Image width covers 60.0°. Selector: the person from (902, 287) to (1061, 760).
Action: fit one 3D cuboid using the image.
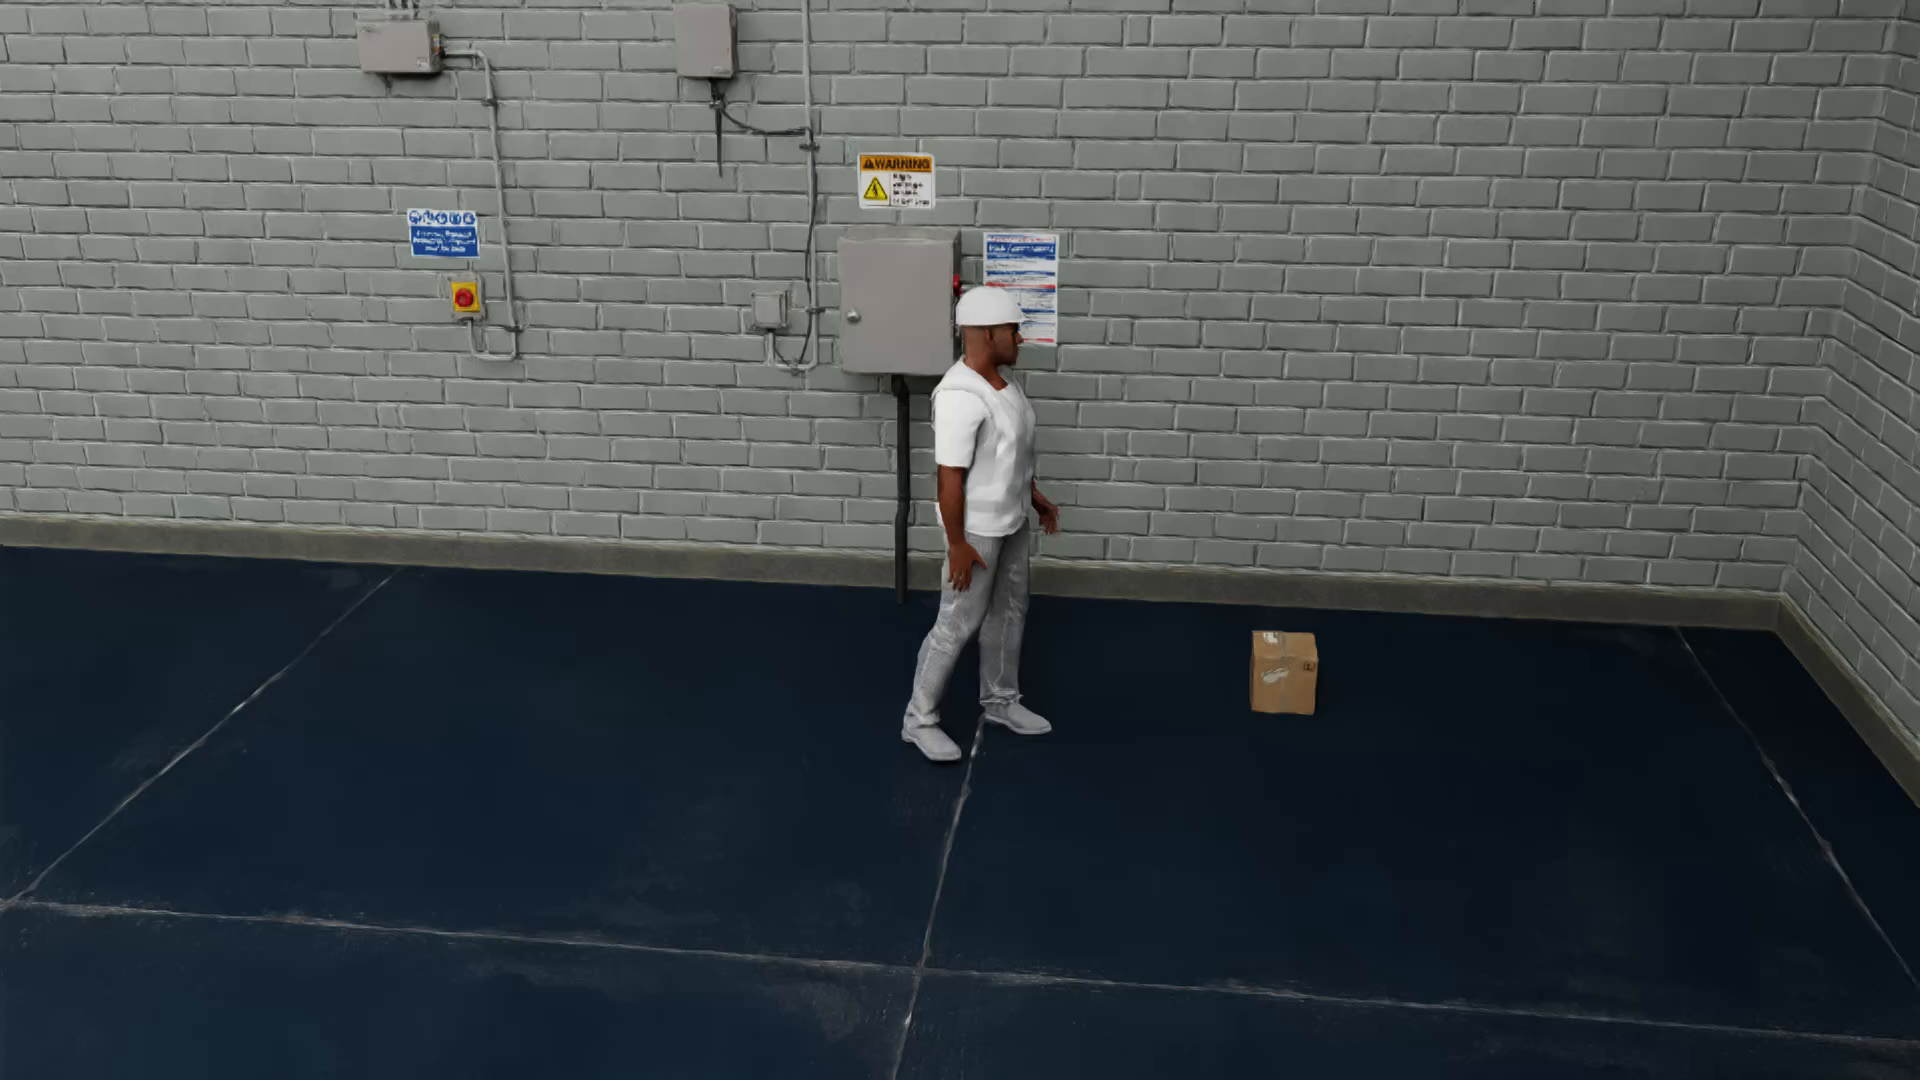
[{"bbox_3d":[0.093,-0.071,6.239,0.526,1.763,0.681,8,22,20],"label":"person"}]
